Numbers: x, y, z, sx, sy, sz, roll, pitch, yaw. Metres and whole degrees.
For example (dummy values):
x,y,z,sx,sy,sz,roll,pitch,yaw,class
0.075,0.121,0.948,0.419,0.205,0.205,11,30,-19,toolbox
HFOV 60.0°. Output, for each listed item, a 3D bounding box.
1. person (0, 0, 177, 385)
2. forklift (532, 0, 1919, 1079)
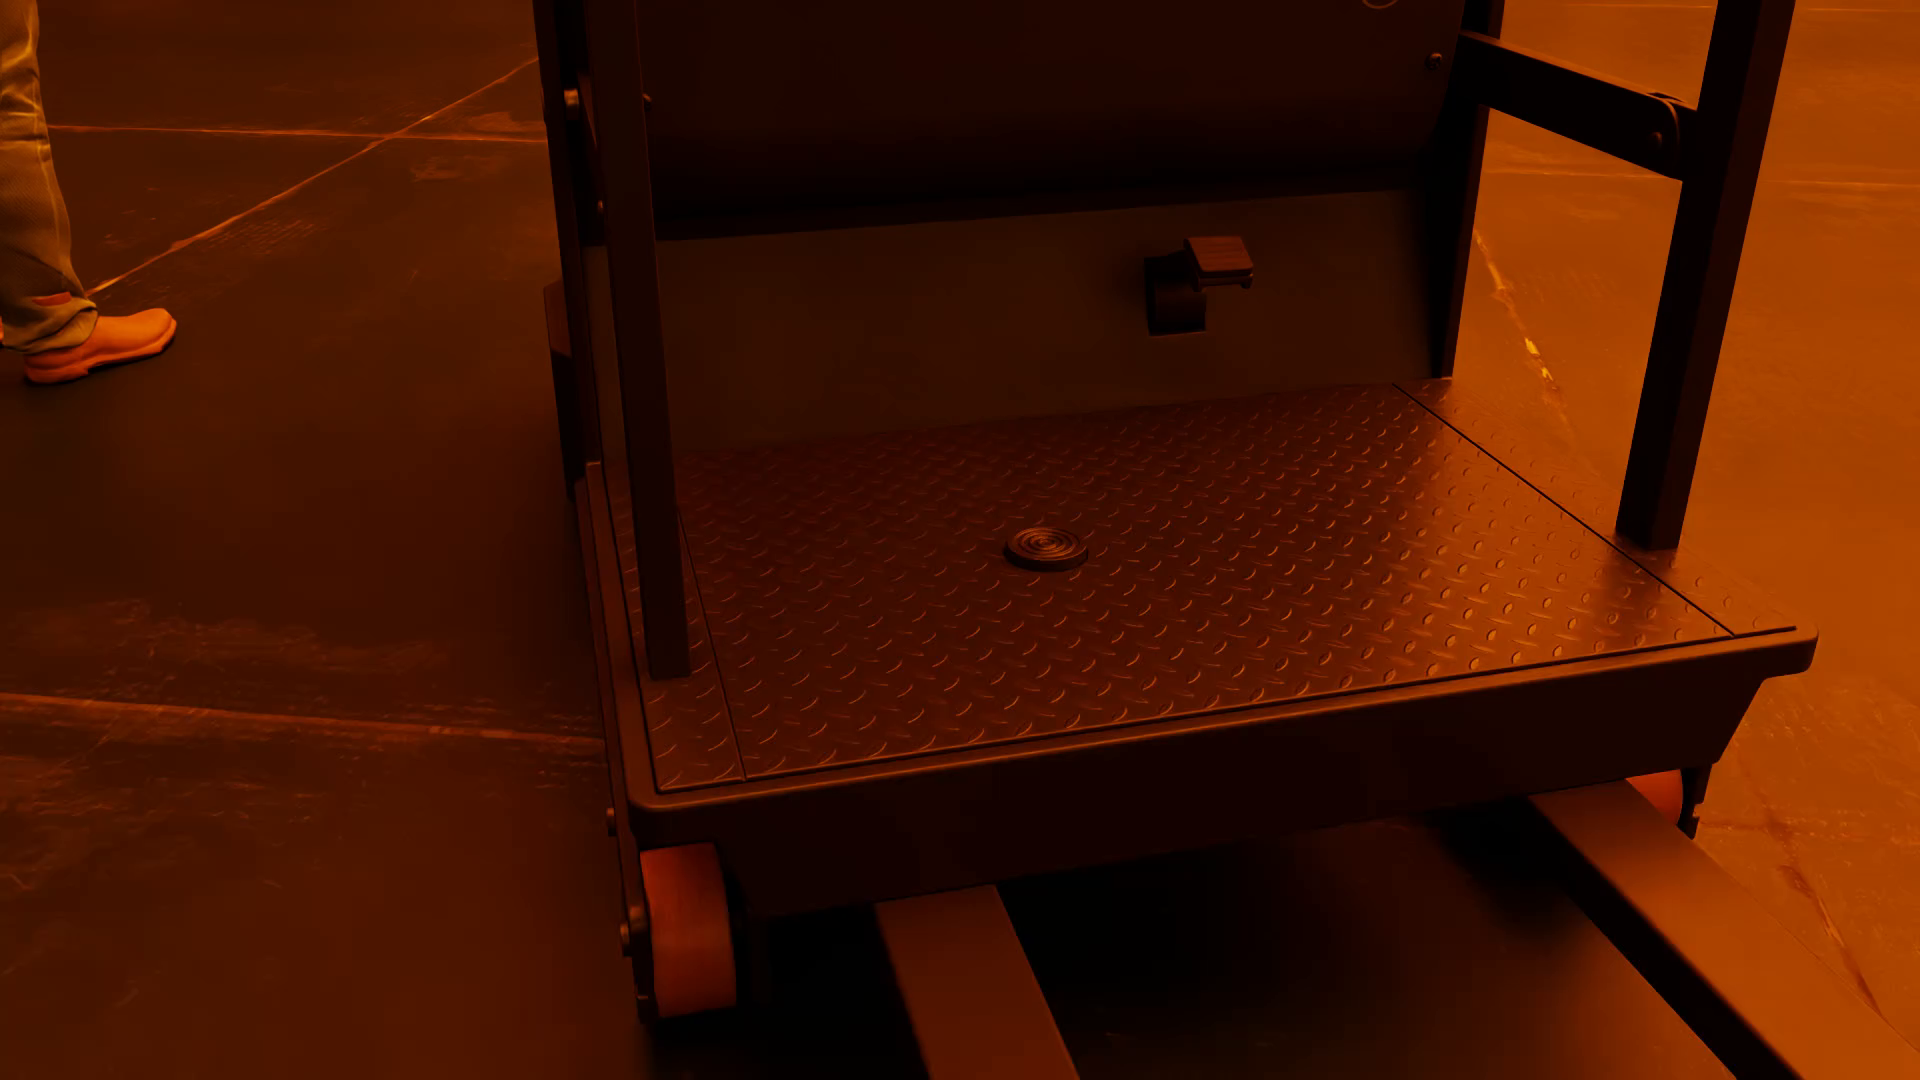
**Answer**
x,y,z,sx,sy,sz,roll,pitch,yaw,class
-1.811,-1.142,2.812,0.585,1.771,0.361,6,27,13,person
0.153,-1.049,1.319,1.130,2.935,3.031,-7,27,-13,forklift
